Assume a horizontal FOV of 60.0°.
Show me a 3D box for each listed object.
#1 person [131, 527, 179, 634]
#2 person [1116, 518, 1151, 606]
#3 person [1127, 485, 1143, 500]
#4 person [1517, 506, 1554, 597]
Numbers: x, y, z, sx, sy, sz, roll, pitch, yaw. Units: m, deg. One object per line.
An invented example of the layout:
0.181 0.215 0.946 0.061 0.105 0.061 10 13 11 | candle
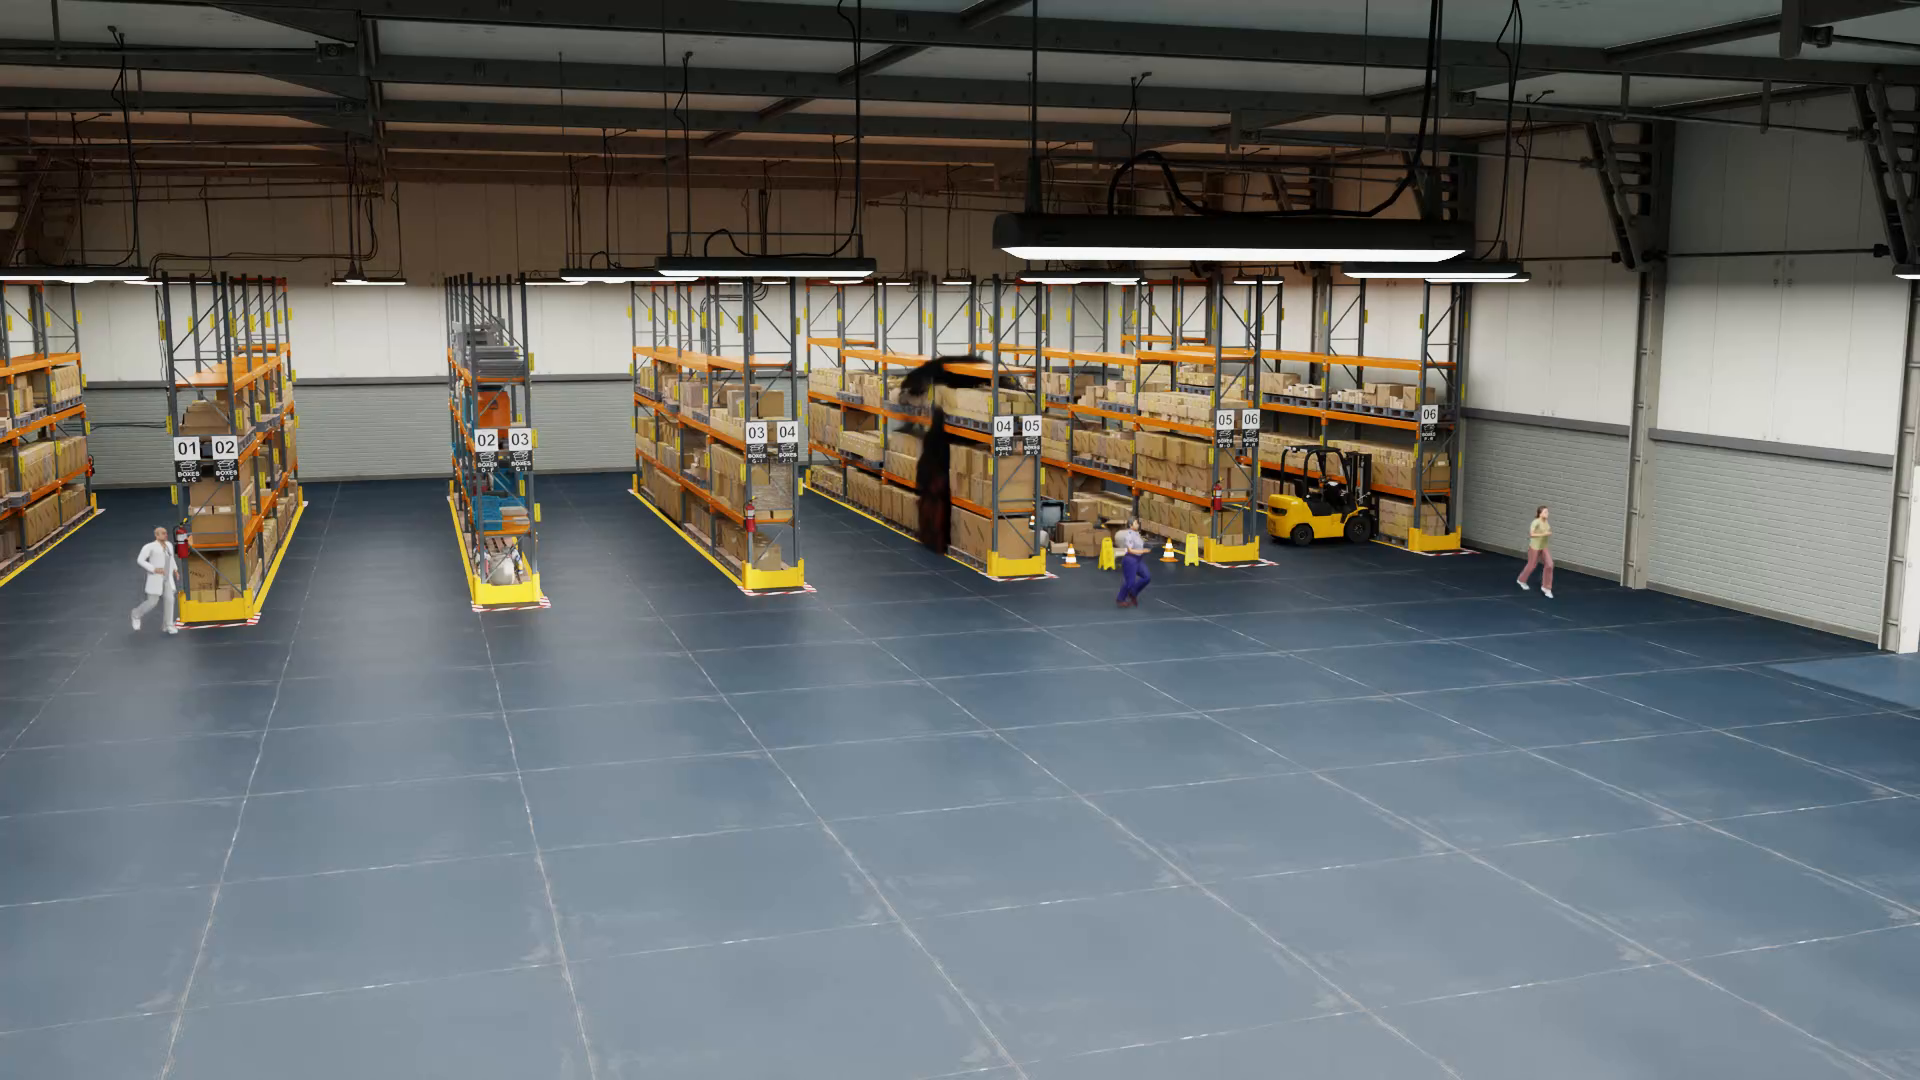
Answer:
-13.377 0.659 27.876 1.030 1.734 0.772 4 10 27 | person
3.137 0.413 29.977 0.643 1.617 0.579 4 10 27 | person
4.667 -1.756 43.884 0.714 1.742 0.634 -4 9 -23 | person
10.842 0.179 31.318 0.563 1.689 0.838 -4 10 -26 | person
